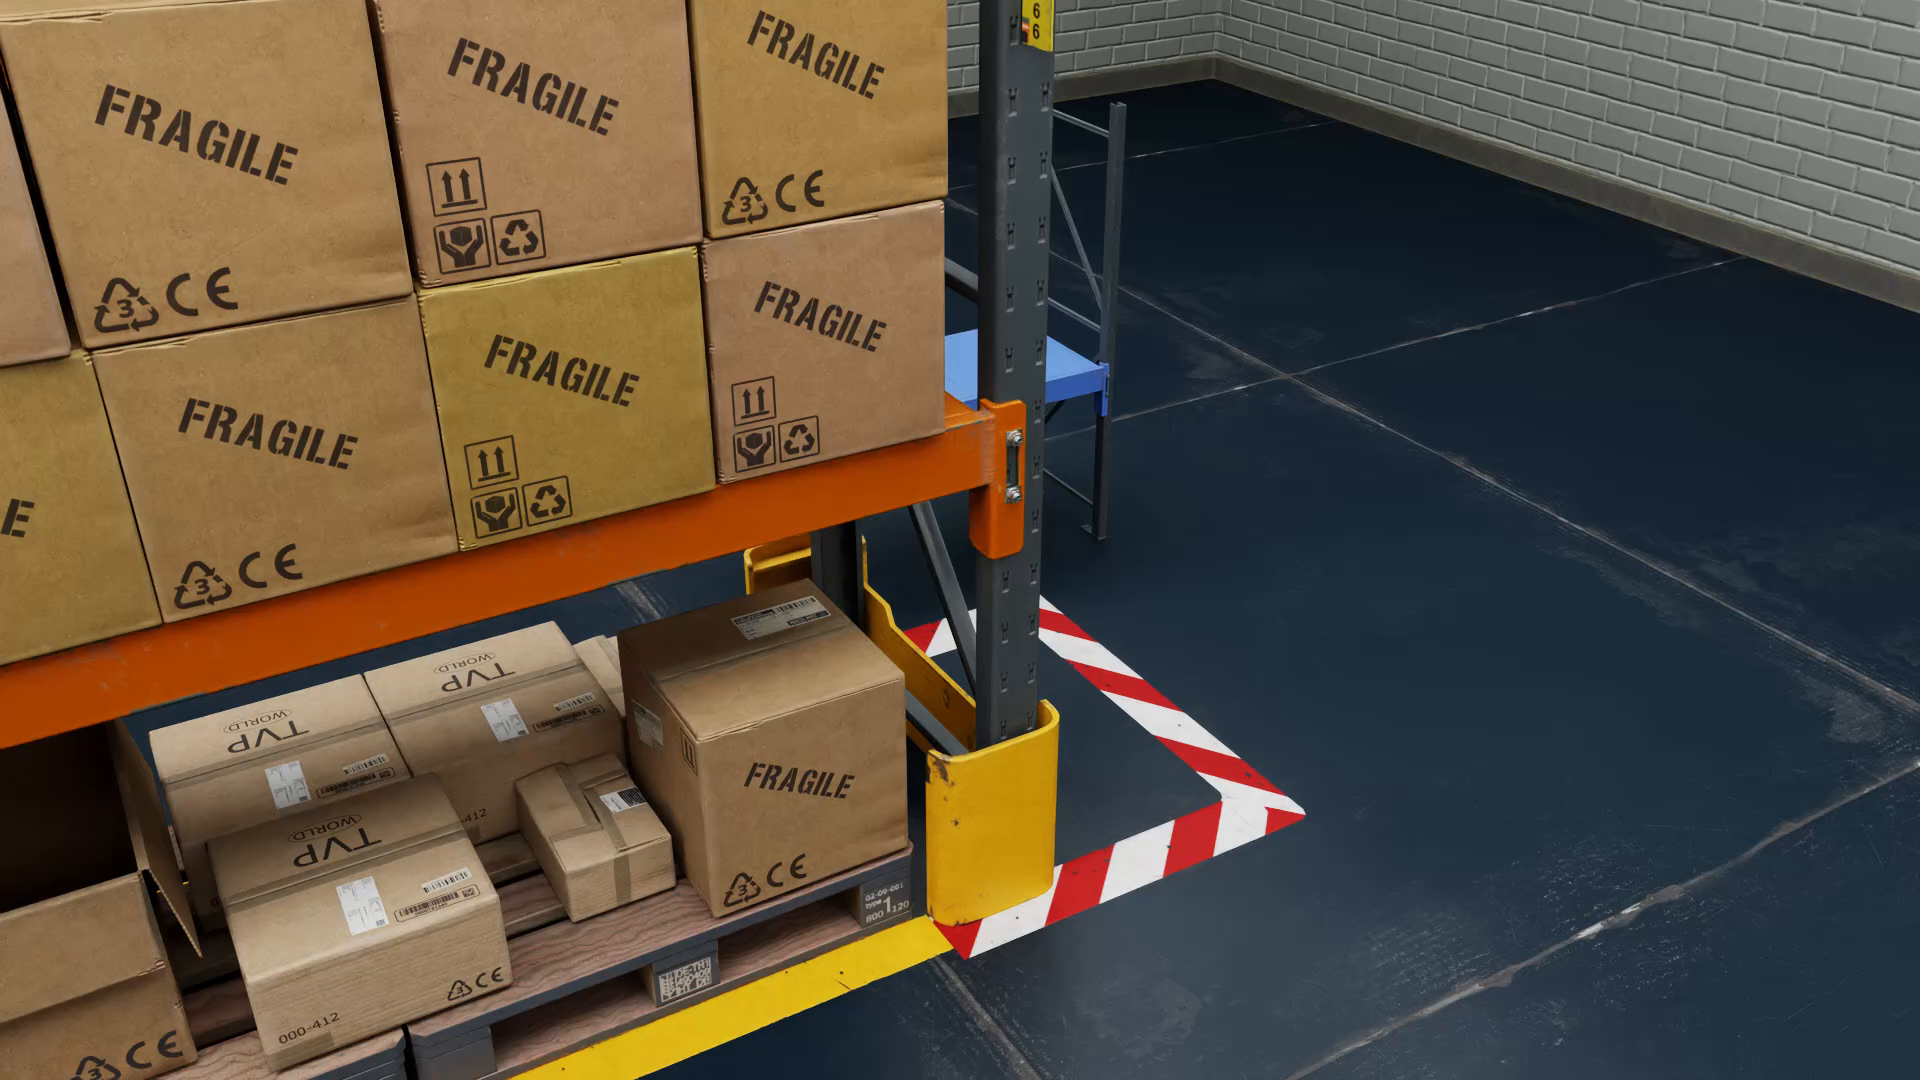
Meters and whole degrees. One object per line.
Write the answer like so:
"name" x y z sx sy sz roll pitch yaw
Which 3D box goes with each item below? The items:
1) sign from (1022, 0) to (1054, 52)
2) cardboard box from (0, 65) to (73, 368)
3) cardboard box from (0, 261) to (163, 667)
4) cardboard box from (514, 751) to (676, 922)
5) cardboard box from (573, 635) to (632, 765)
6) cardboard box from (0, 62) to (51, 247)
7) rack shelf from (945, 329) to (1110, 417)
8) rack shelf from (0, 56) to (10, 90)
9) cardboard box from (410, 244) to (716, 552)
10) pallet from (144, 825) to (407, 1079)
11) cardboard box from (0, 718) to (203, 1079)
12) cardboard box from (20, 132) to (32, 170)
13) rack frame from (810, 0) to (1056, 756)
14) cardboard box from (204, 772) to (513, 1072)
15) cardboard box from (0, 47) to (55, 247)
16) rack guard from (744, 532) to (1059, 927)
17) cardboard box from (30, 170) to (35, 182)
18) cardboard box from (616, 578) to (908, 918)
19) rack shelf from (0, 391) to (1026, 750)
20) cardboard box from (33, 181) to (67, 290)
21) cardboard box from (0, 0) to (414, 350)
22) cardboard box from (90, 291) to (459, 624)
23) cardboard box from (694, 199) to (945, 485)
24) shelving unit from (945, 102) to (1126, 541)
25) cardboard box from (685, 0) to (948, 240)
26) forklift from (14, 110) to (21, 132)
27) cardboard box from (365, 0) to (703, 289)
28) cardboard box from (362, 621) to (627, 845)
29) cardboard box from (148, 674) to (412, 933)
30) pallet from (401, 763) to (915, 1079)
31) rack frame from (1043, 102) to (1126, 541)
"sign" 0.146 -1.074 3.066 0.005 0.325 0.100 -16 33 -26
"cardboard box" -1.685 -0.544 2.494 0.500 0.500 0.500 -15 32 -25
"cardboard box" -1.679 -0.114 2.749 0.500 0.500 0.500 -16 33 -27
"cardboard box" -0.857 0.680 3.890 0.250 0.166 0.380 -16 33 -26
"cardboard box" -0.869 0.403 4.391 0.250 0.166 0.380 -16 33 -26
"cardboard box" -1.953 -0.771 2.905 0.500 0.500 0.500 -16 33 -27
"rack shelf" -0.074 -0.478 5.437 1.000 0.185 0.538 -16 33 -26
"rack shelf" -4.355 -1.923 6.875 4.000 0.370 1.077 -16 33 -26
"cardboard box" -0.812 -0.357 3.189 0.500 0.500 0.500 -16 32 -26
"pallet" -1.921 1.067 3.599 1.213 0.211 1.003 -16 33 -26
"cardboard box" -1.950 0.753 3.410 0.637 0.503 0.797 -16 33 -26
"cardboard box" -4.049 -1.754 7.305 0.250 0.149 0.380 -15 32 -26
"rack frame" -0.118 -0.665 3.850 0.127 3.000 1.000 -16 33 -26
"cardboard box" -1.297 0.802 3.583 0.500 0.250 0.500 -16 33 -26
"cardboard box" -1.515 -0.896 3.131 0.500 0.500 0.500 -15 32 -26
"rack guard" -0.184 0.448 4.421 0.348 0.500 1.175 -16 33 -26
"cardboard box" -4.049 -1.358 7.259 0.500 0.500 0.700 -17 33 -28
"cardboard box" -0.462 0.473 3.921 0.500 0.500 0.500 -16 33 -26
"rack shelf" -1.843 0.140 3.137 4.000 0.370 1.077 -16 33 -26
"cardboard box" -1.943 -0.338 3.155 0.500 0.500 0.500 -15 32 -26
"cardboard box" -1.242 -0.670 2.721 0.500 0.500 0.500 -15 32 -25
"cardboard box" -1.245 -0.237 2.972 0.500 0.500 0.500 -16 32 -26
"cardboard box" -0.367 -0.486 3.422 0.500 0.500 0.500 -15 32 -25
"shelving unit" -0.074 -0.636 5.350 1.048 1.500 0.538 -16 33 -26
"cardboard box" -0.363 -0.923 3.180 0.500 0.500 0.500 -16 33 -27
"forklift" -2.976 -1.779 5.939 3.031 2.935 1.130 9 30 16
"cardboard box" -0.798 -0.799 2.955 0.500 0.500 0.500 -15 32 -25
"cardboard box" -1.162 0.484 4.160 0.500 0.250 0.500 -16 33 -26
"cardboard box" -1.593 0.606 3.938 0.500 0.250 0.500 -16 33 -26
"pallet" -0.871 0.770 4.136 1.213 0.211 1.003 -16 33 -26
"rack frame" 0.365 -0.760 5.575 0.032 1.500 0.500 -16 33 -26
